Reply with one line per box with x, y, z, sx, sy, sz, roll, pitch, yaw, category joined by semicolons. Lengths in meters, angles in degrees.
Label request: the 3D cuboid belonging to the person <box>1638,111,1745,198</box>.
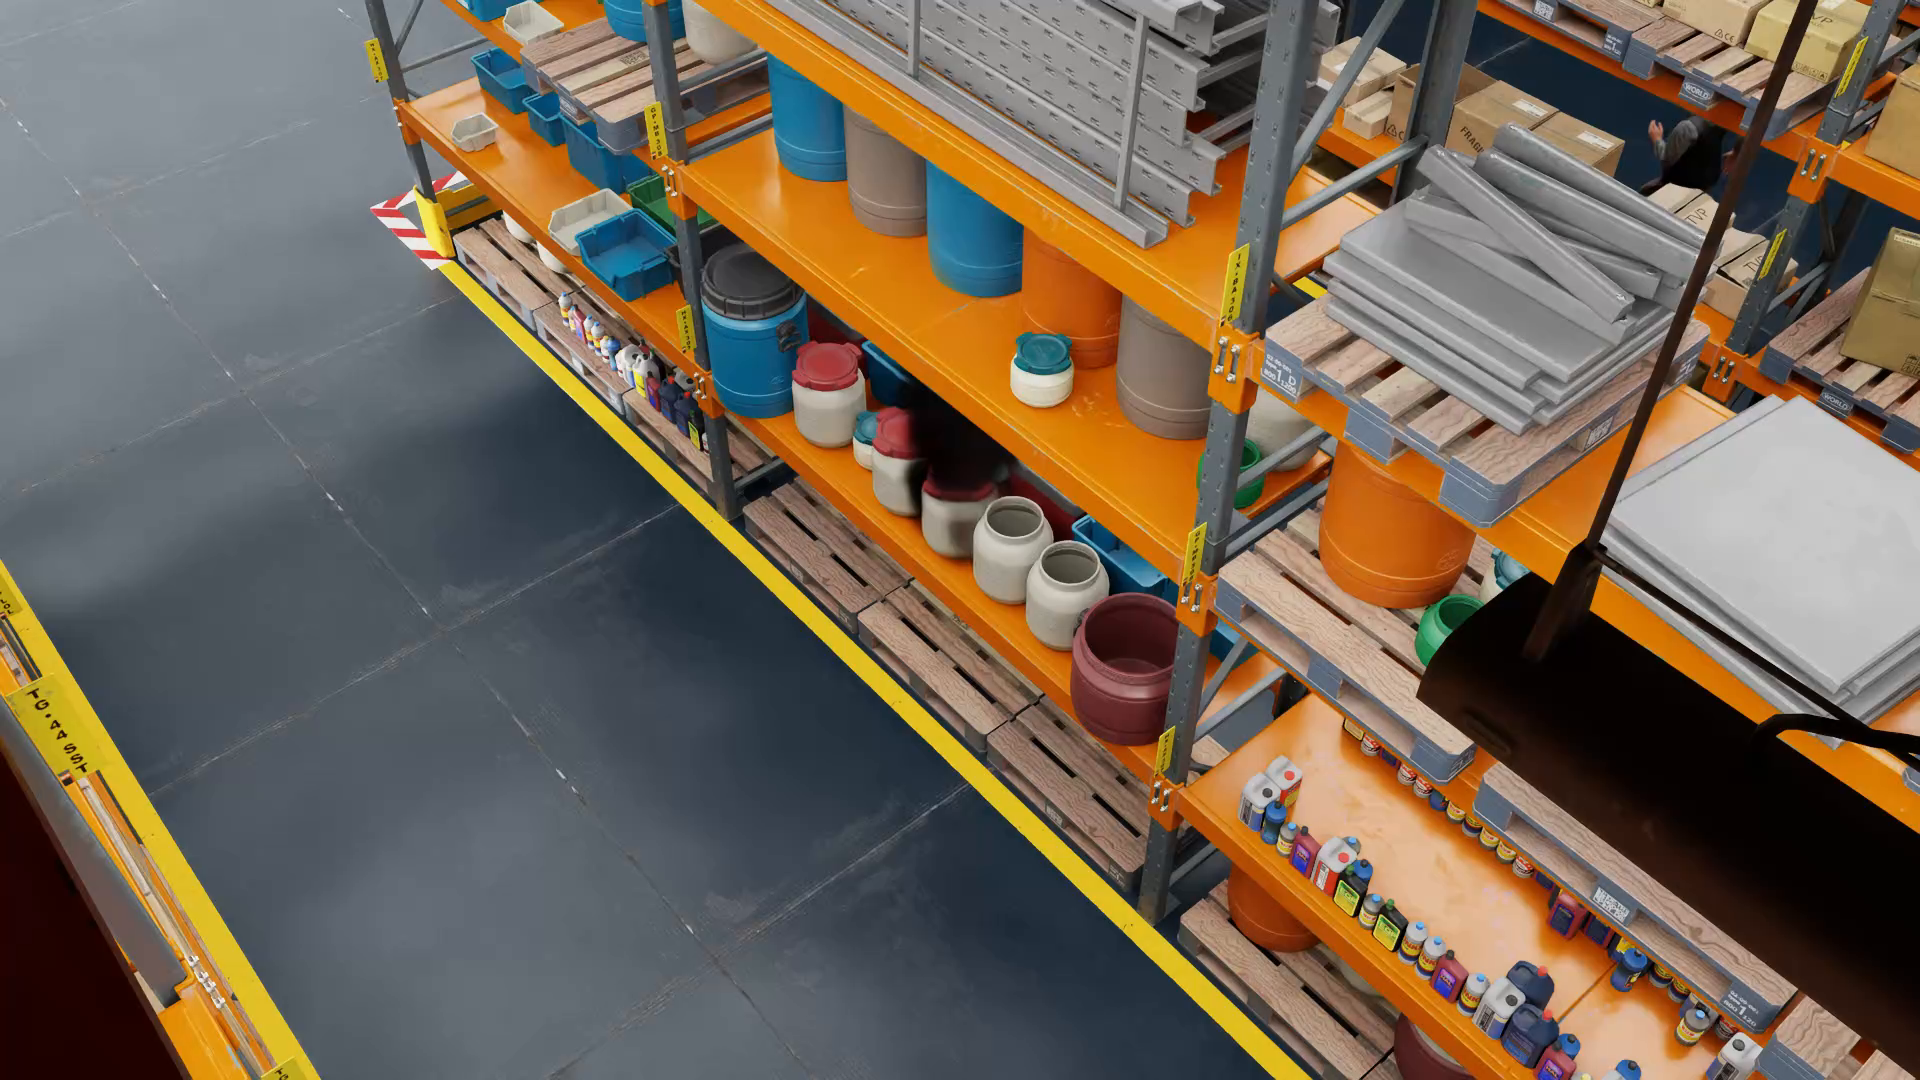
5.380;-2.603;12.283;0.679;1.760;0.849;-30;54;-26;person
